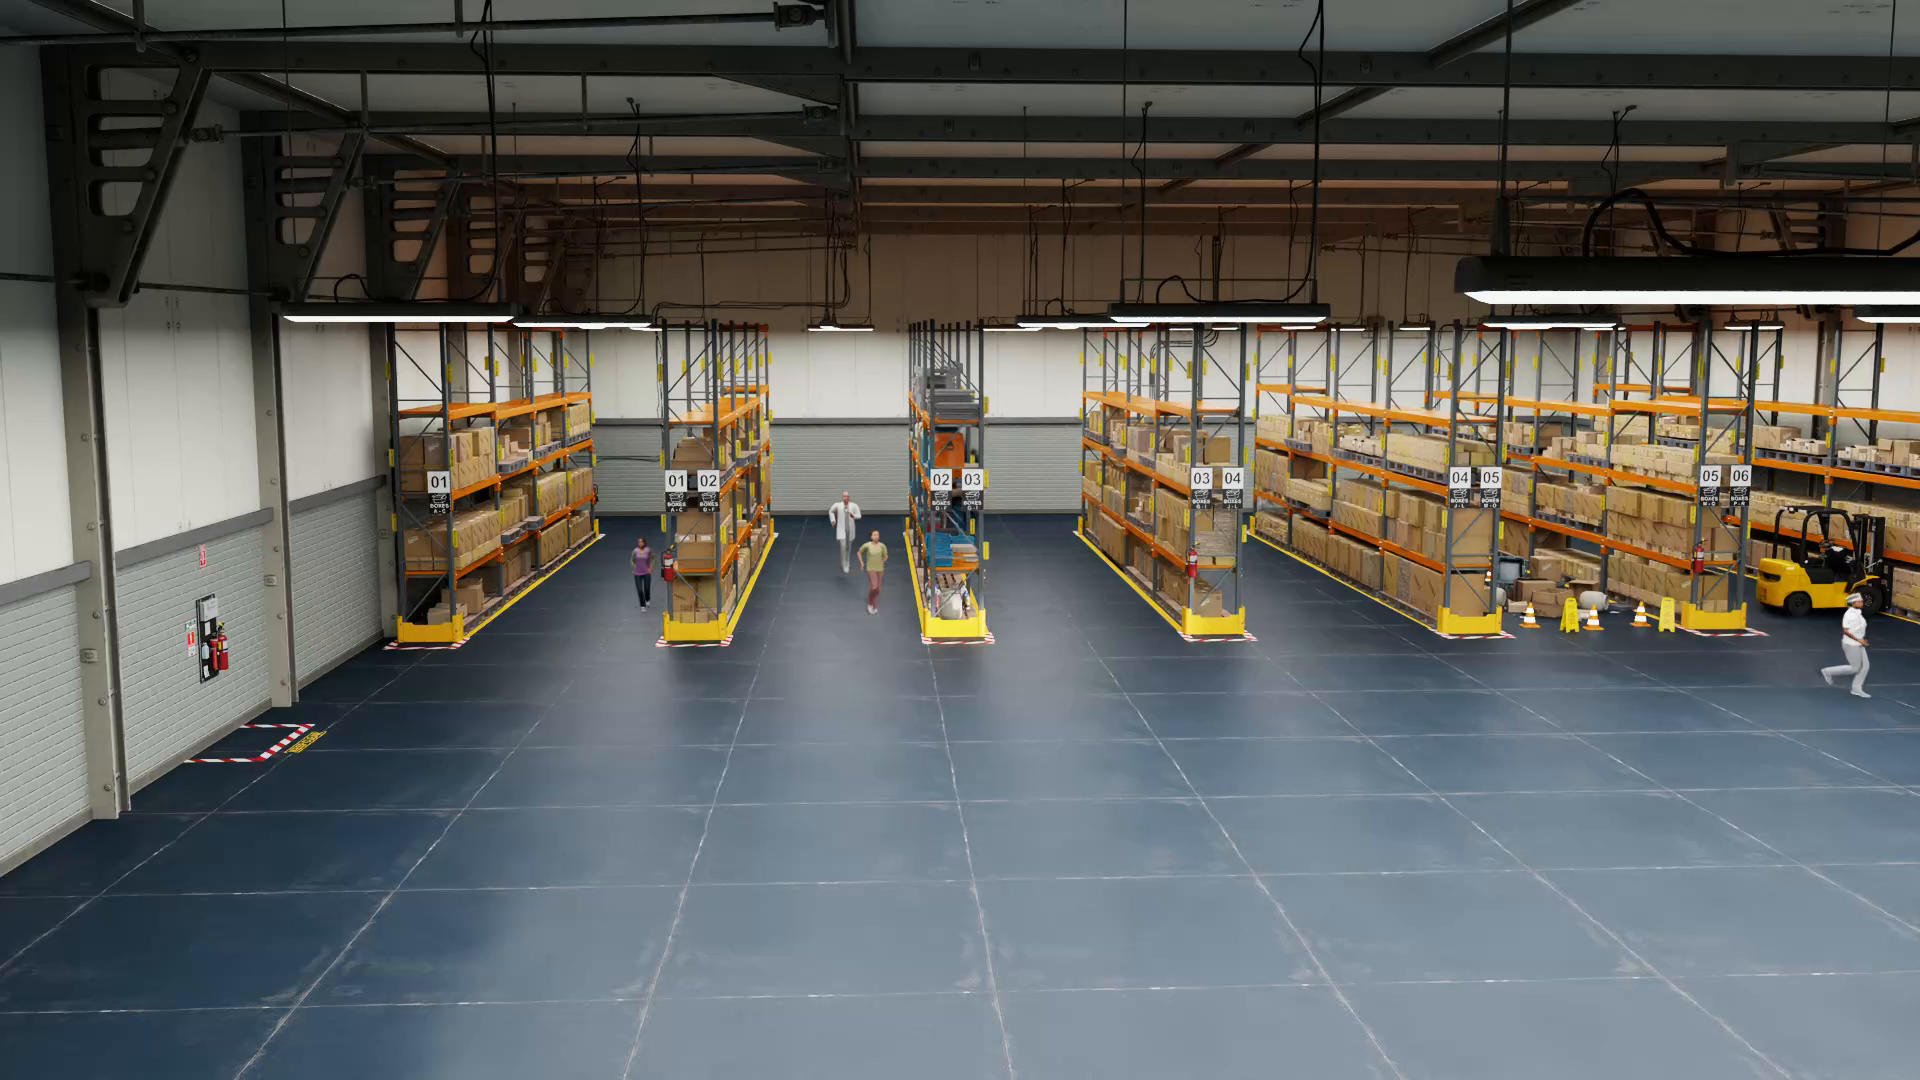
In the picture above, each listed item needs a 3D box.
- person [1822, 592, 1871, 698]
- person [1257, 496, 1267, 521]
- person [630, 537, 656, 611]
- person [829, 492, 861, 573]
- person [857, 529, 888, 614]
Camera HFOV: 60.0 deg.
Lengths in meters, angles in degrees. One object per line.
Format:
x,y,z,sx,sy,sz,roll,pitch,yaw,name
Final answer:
14.155,1.650,26.461,0.711,1.680,0.577,5,9,38,person
8.956,-1.152,49.227,0.579,1.591,0.701,1,7,7,person
-6.541,0.716,34.267,0.518,1.558,0.548,-1,7,-6,person
-2.631,-0.207,38.418,0.687,1.820,0.930,-2,7,-16,person
-1.653,0.617,32.375,0.561,1.658,0.594,-3,8,-22,person
